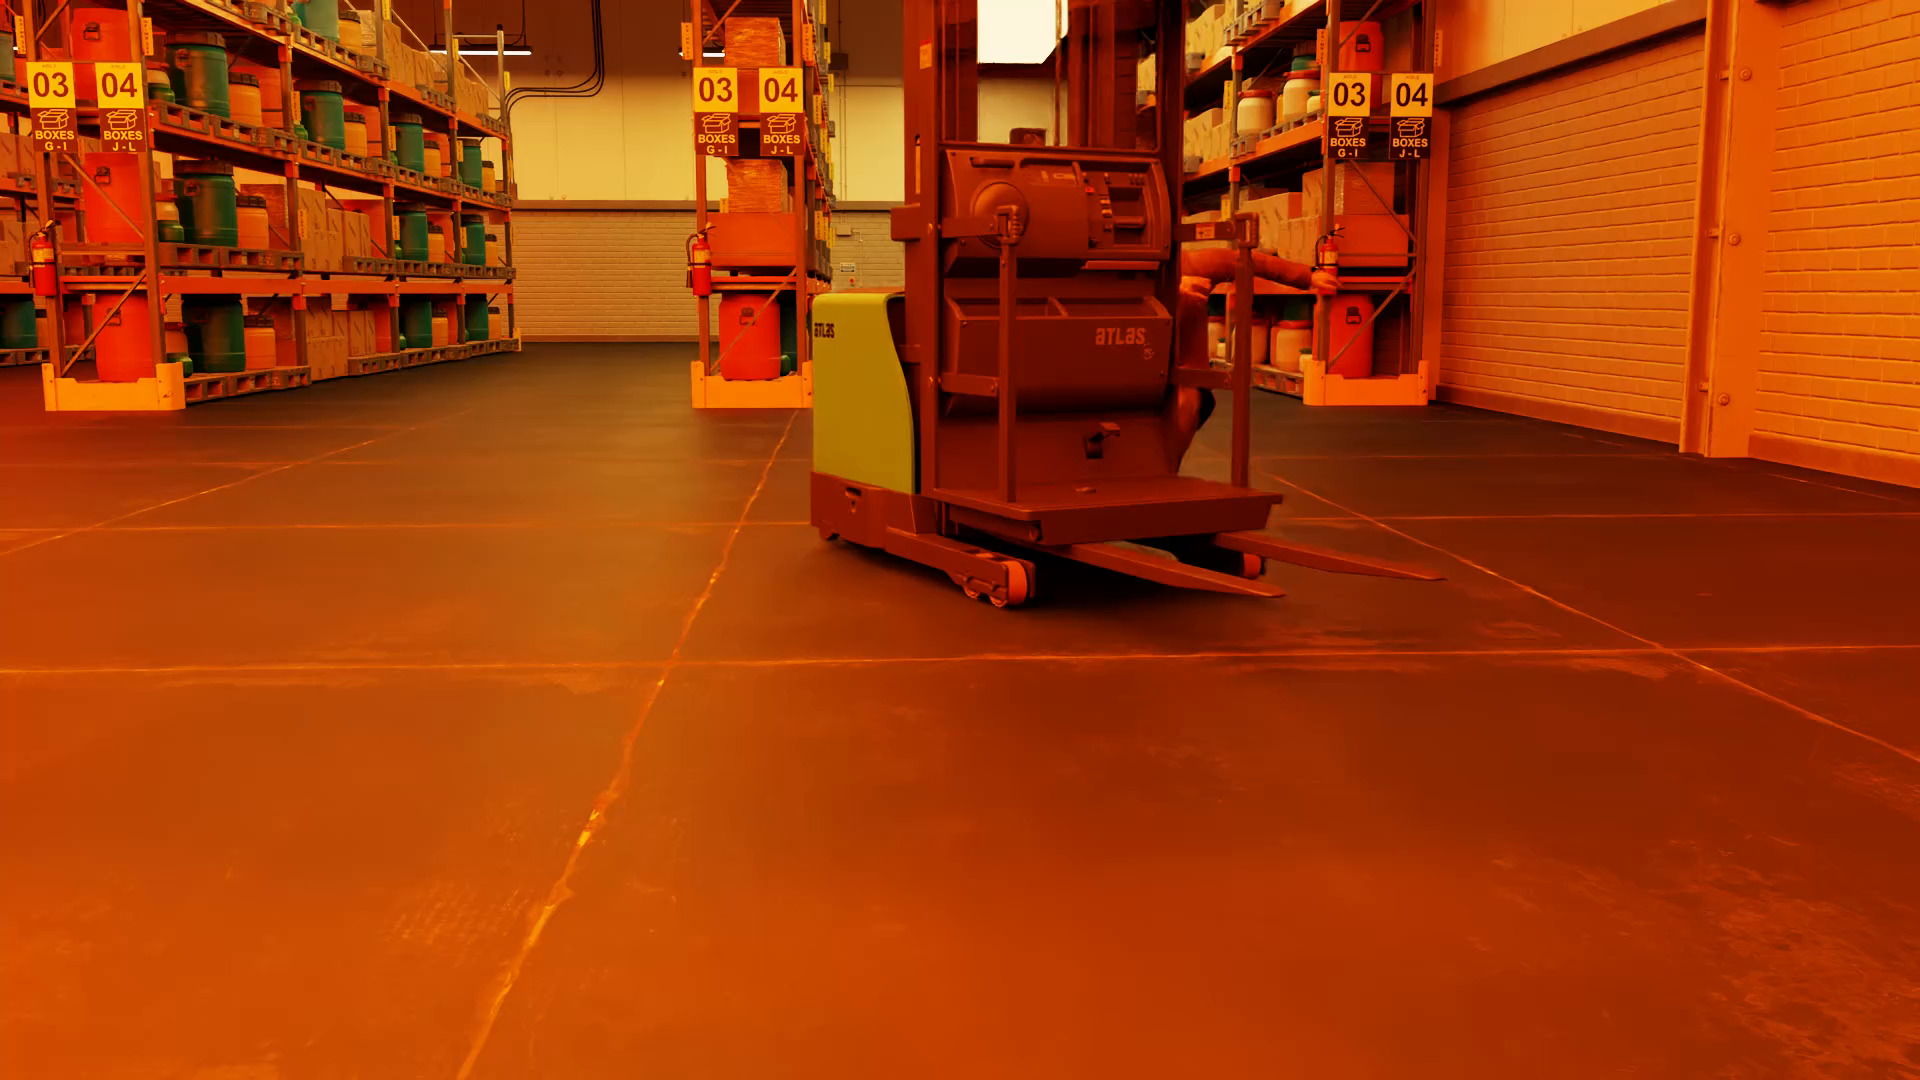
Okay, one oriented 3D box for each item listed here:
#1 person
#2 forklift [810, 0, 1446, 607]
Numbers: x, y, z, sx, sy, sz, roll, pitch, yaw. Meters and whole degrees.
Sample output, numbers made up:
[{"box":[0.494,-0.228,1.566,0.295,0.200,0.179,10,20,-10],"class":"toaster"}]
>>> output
[{"box":[1.042,-0.698,7.348,1.357,1.442,0.887,1,8,5],"class":"person"},{"box":[0.477,-1.290,6.021,1.130,2.935,3.031,-4,10,-27],"class":"forklift"}]
